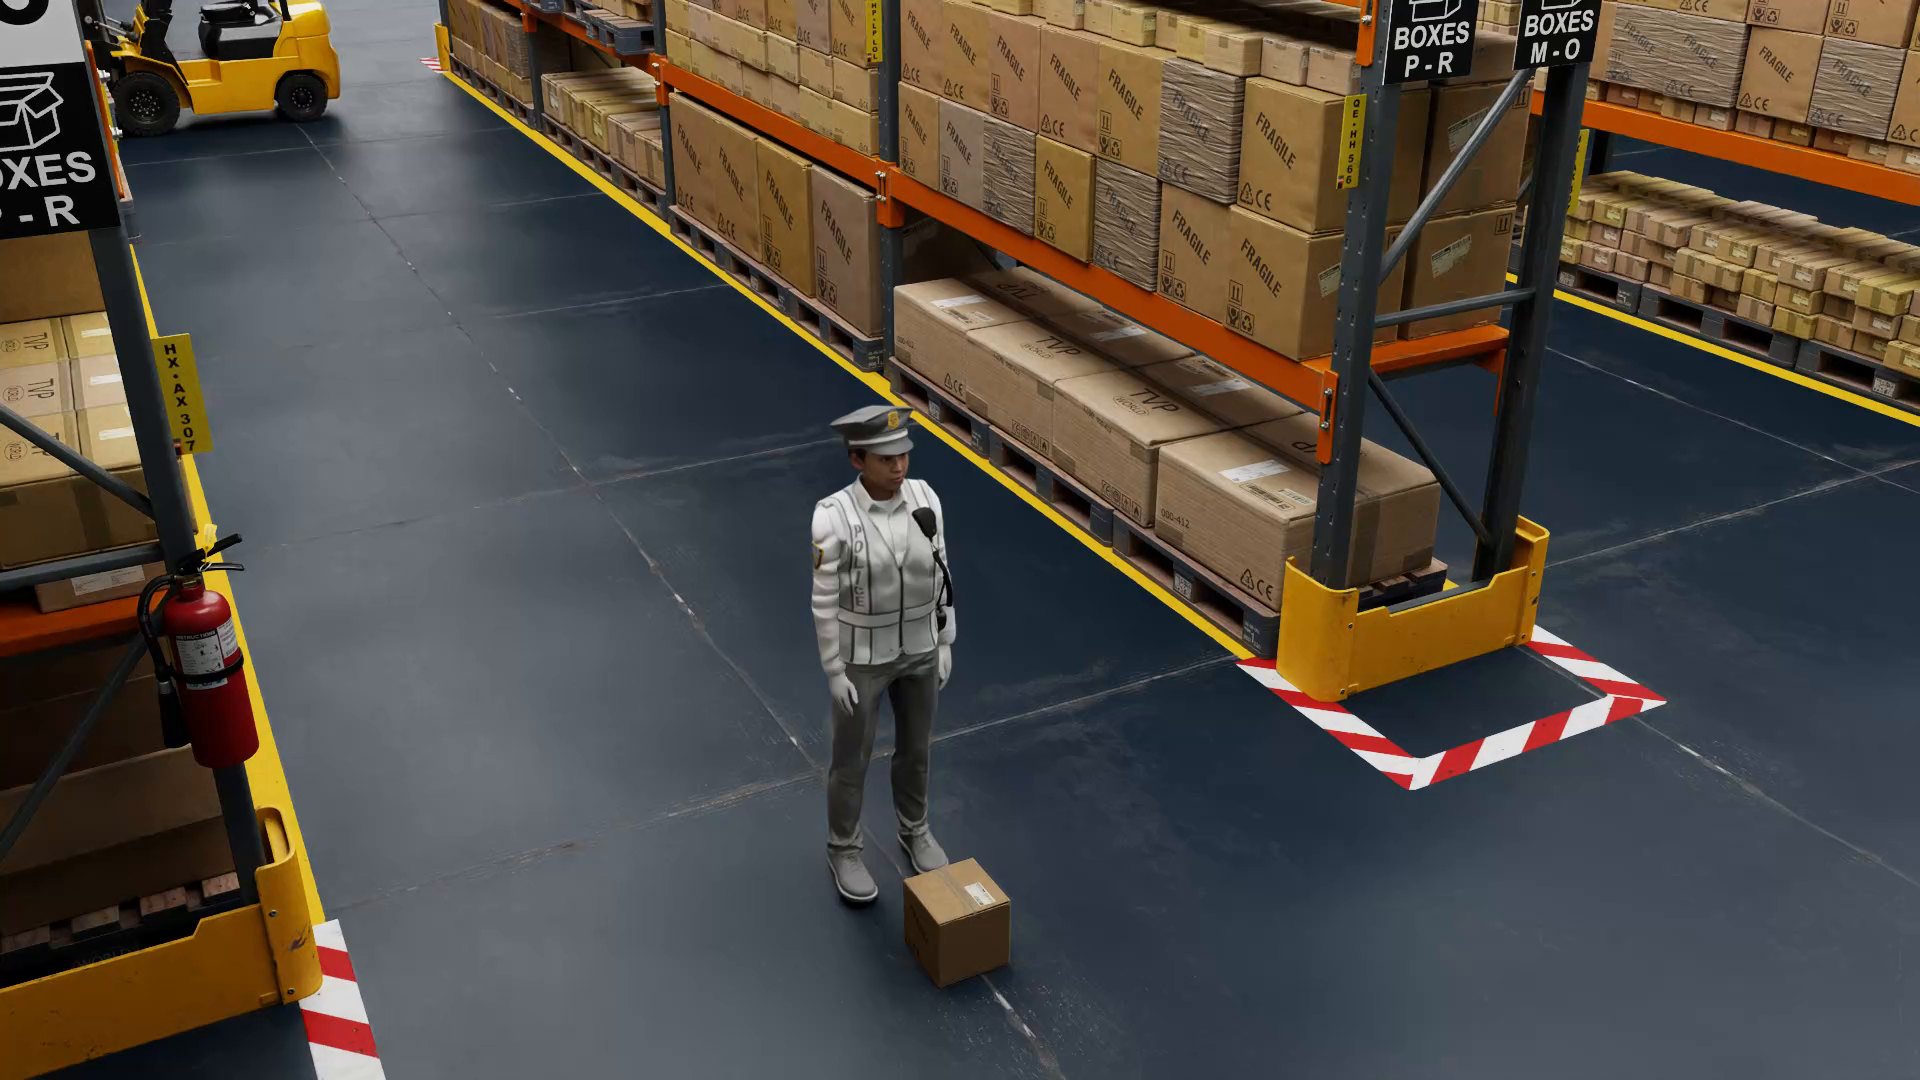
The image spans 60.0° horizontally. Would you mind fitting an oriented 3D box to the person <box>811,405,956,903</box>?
[{"bbox_3d":[-0.232,0.353,5.318,0.479,1.687,0.345,-13,29,-25],"label":"person"}]
